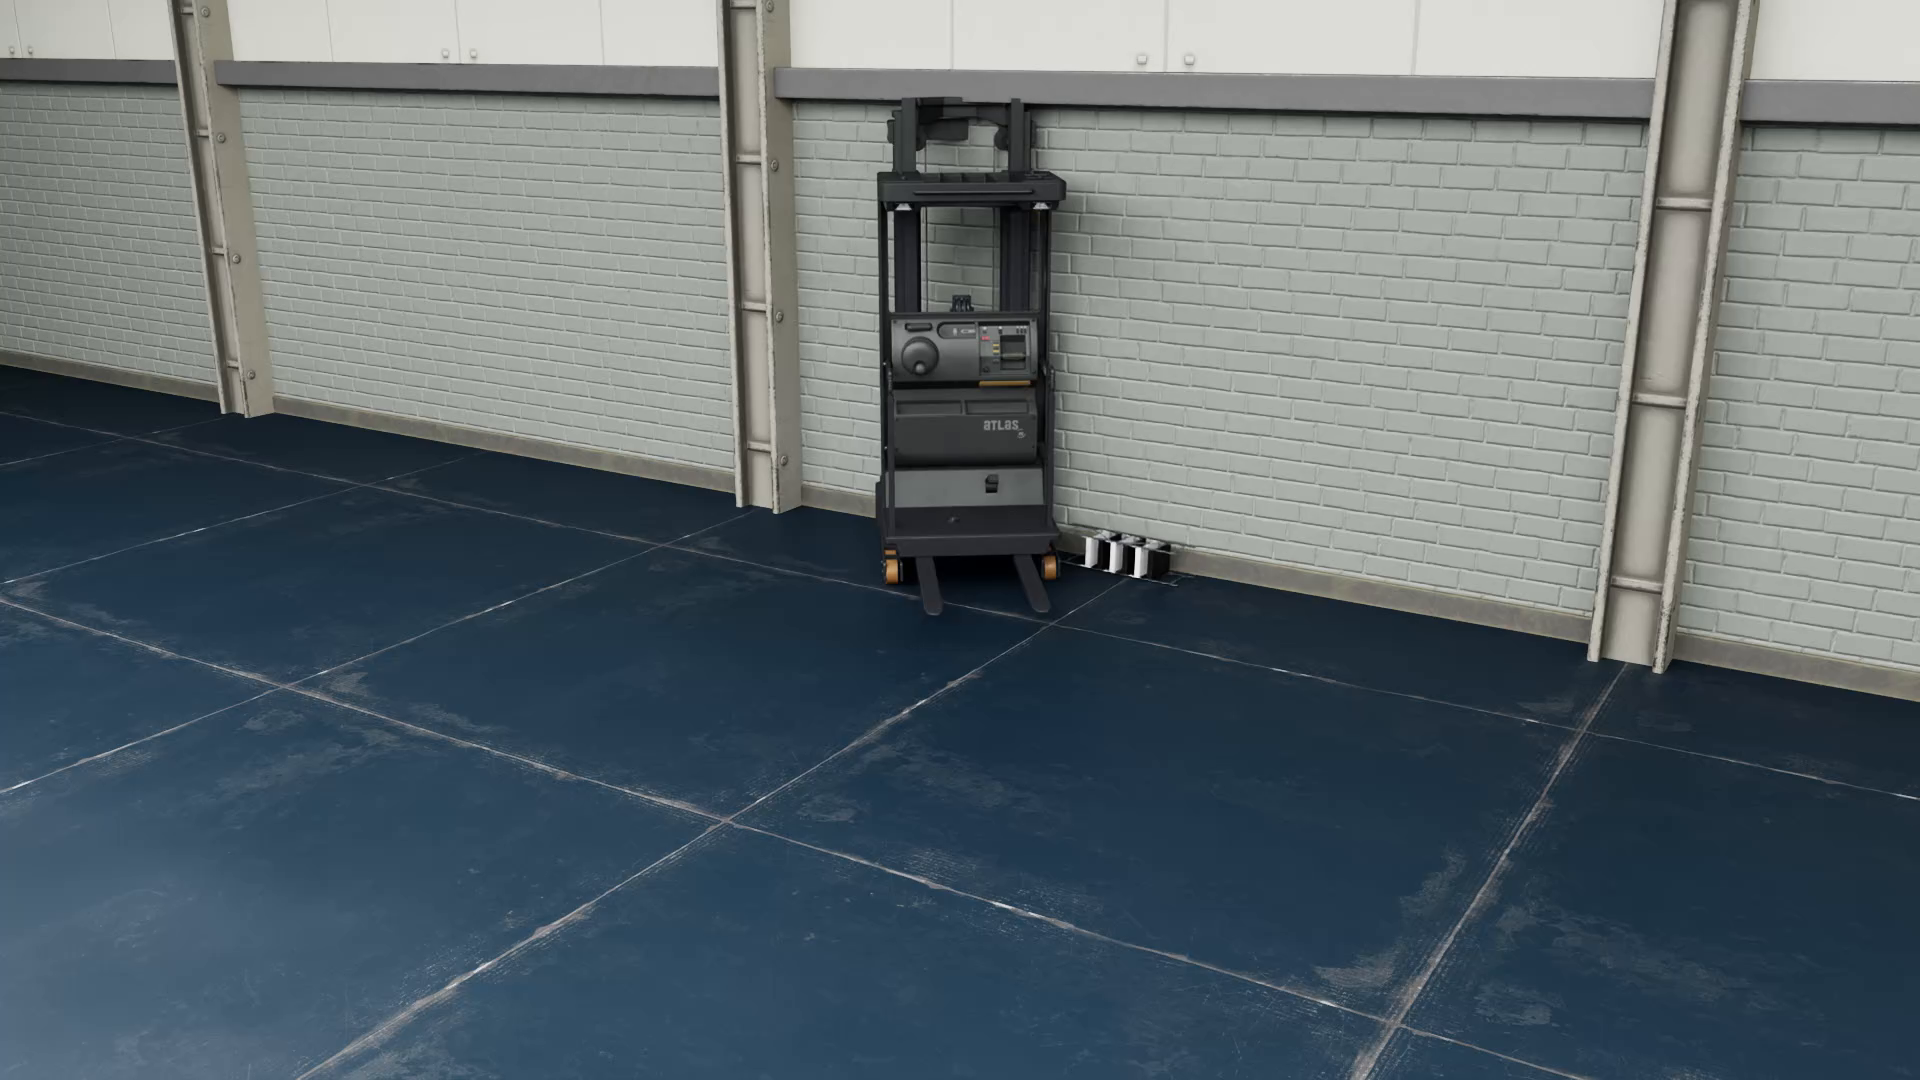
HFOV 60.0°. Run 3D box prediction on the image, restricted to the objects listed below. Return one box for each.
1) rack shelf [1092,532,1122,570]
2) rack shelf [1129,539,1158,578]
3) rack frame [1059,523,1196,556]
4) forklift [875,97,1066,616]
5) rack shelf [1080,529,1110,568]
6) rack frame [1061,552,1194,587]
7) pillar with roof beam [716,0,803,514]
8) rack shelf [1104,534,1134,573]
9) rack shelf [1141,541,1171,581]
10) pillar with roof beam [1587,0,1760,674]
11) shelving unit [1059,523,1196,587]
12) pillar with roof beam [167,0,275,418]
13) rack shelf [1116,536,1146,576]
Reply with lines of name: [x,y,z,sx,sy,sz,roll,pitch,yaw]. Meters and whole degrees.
rack shelf: [0.954,0.068,10.767,0.077,0.200,0.258,12,19,33]
rack shelf: [1.176,0.115,10.621,0.077,0.200,0.258,12,19,33]
rack frame: [1.058,-0.009,10.673,0.900,0.006,0.240,12,19,33]
forklift: [0.047,-1.221,10.358,1.130,2.935,3.031,-1,17,-4]
rack shelf: [0.880,0.052,10.816,0.077,0.200,0.258,12,19,33]
rack frame: [1.053,0.187,10.728,0.900,0.006,0.240,12,19,33]
pillar with roof beam: [-3.650,-3.496,7.408,0.400,9.000,9.100,10,20,30]
rack shelf: [1.028,0.083,10.718,0.077,0.200,0.258,12,19,33]
rack shelf: [1.250,0.130,10.573,0.077,0.200,0.258,12,19,33]
pillar with roof beam: [1.463,-2.583,4.403,0.400,9.000,9.100,10,20,30]
shelving unit: [1.056,0.089,10.700,0.900,0.210,0.258,12,19,33]
pillar with roof beam: [-8.763,-4.409,10.412,0.400,9.000,9.100,10,20,30]
rack shelf: [1.102,0.099,10.670,0.077,0.200,0.258,12,19,33]
